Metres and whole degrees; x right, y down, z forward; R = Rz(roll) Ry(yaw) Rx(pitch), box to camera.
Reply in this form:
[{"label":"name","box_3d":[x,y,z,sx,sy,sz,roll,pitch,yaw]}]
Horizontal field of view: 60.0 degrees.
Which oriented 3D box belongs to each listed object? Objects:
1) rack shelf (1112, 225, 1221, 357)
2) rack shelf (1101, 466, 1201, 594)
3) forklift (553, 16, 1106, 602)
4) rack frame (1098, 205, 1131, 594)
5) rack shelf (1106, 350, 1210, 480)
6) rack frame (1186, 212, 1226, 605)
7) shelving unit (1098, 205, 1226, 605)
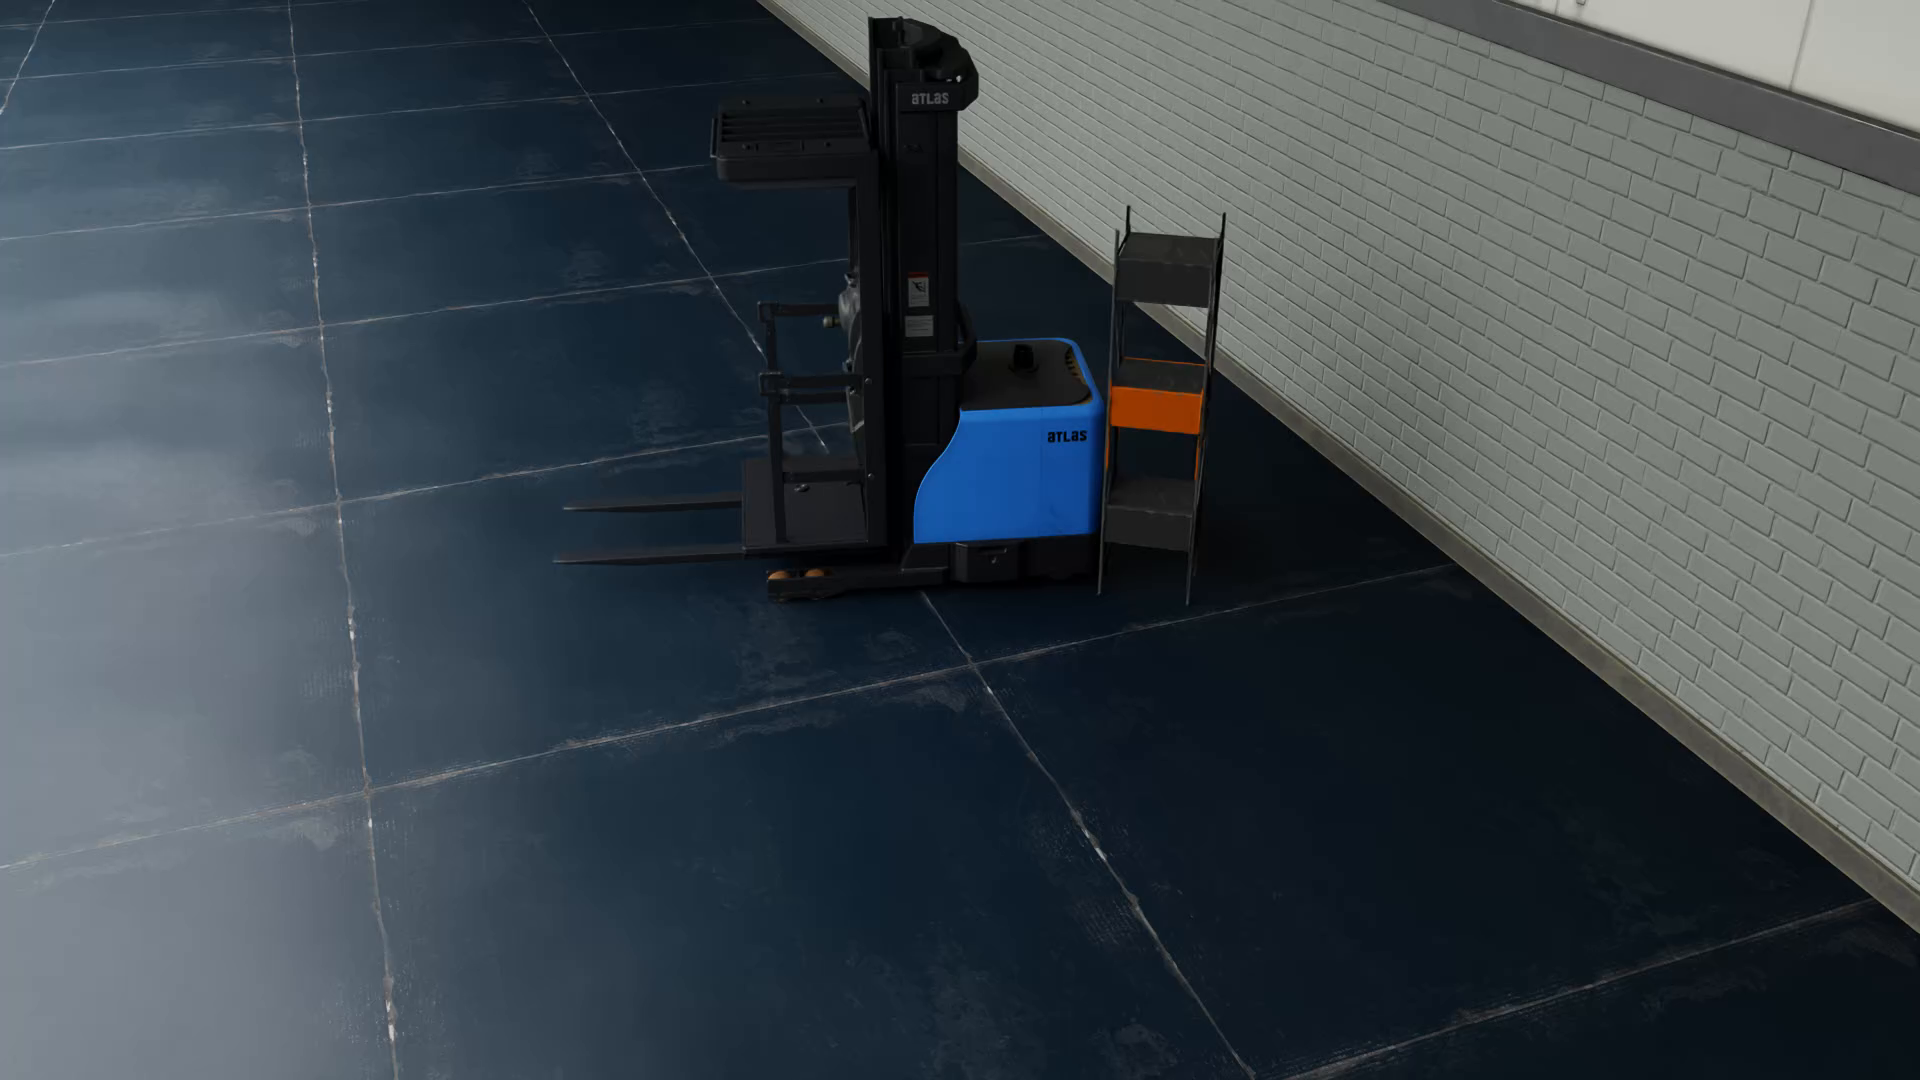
[{"label":"rack shelf","box_3d":[1.057,-1.275,8.481,0.480,0.518,0.431,7,30,12]},{"label":"rack shelf","box_3d":[1.057,-0.059,9.174,0.480,0.518,0.431,7,30,12]},{"label":"forklift","box_3d":[-0.760,-1.209,8.910,3.031,2.935,1.130,-3,30,-6]},{"label":"rack frame","box_3d":[0.820,-0.707,8.870,0.015,2.100,0.400,7,30,12]},{"label":"rack shelf","box_3d":[1.057,-0.667,8.827,0.480,0.518,0.431,7,30,12]},{"label":"rack frame","box_3d":[1.294,-0.650,8.770,0.015,2.100,0.400,7,30,12]},{"label":"shelving unit","box_3d":[1.057,-0.679,8.820,0.503,2.100,0.431,7,30,12]}]
